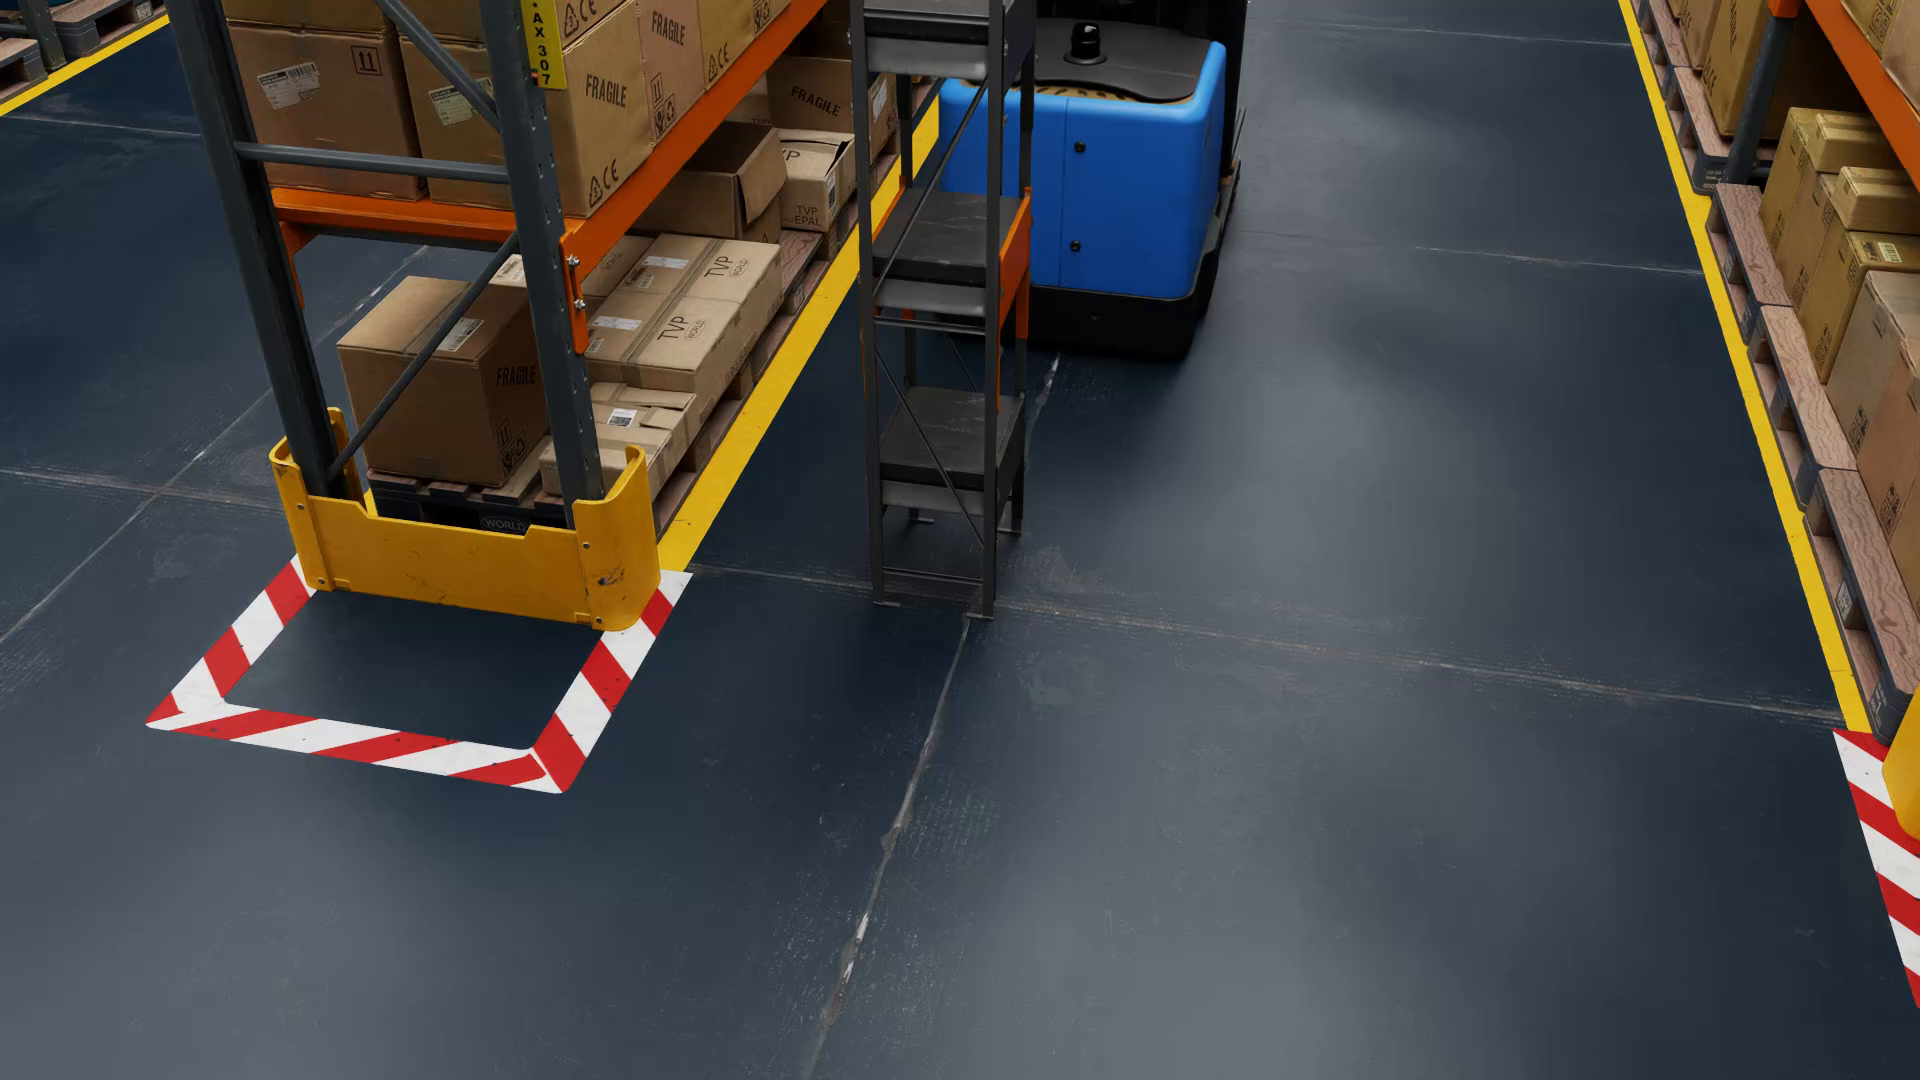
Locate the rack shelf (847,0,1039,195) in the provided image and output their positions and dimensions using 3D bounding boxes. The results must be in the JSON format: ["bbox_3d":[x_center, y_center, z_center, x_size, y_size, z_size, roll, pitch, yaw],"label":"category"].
[{"bbox_3d":[-0.035,-1.311,4.600,0.431,0.518,0.480,7,37,10],"label":"rack shelf"}]

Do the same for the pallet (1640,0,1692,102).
[{"bbox_3d":[4.432,-2.739,9.350,1.003,0.211,1.213,7,37,10],"label":"pallet"}]

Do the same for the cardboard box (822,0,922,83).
[{"bbox_3d":[-0.416,-2.747,8.739,0.500,0.500,0.500,6,36,8],"label":"cardboard box"}]

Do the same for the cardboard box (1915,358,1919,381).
[{"bbox_3d":[3.183,-0.499,5.102,0.380,0.149,0.250,8,37,11],"label":"cardboard box"}]

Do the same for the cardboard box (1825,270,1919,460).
[{"bbox_3d":[3.493,-0.569,5.751,0.700,0.500,0.500,6,36,8],"label":"cardboard box"}]

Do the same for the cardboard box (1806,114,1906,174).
[{"bbox_3d":[3.571,-1.546,6.547,0.380,0.149,0.250,8,37,12],"label":"cardboard box"}]

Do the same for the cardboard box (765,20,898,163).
[{"bbox_3d":[-0.602,-2.138,7.899,0.500,0.500,0.500,7,37,10],"label":"cardboard box"}]

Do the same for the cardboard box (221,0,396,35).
[{"bbox_3d":[-1.786,-1.776,4.707,0.500,0.500,0.500,7,37,10],"label":"cardboard box"}]

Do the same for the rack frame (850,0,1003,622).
[{"bbox_3d":[-0.087,-0.615,4.810,0.400,2.100,0.015,7,37,10],"label":"rack frame"}]

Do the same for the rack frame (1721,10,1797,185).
[{"bbox_3d":[4.082,-2.715,6.940,1.000,3.000,0.127,7,37,10],"label":"rack frame"}]

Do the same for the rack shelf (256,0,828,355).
[{"bbox_3d":[-1.185,-1.896,6.423,1.077,0.370,4.000,7,37,10],"label":"rack shelf"}]

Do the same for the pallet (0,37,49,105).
[{"bbox_3d":[-5.715,-2.401,8.883,1.003,0.211,1.213,7,37,10],"label":"pallet"}]

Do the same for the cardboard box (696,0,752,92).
[{"bbox_3d":[-1.045,-1.886,5.711,0.500,0.500,0.500,7,37,10],"label":"cardboard box"}]

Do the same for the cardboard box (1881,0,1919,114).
[{"bbox_3d":[3.643,-1.691,5.272,0.980,0.700,0.700,6,36,8],"label":"cardboard box"}]

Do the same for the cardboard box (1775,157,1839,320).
[{"bbox_3d":[3.712,-1.170,6.580,0.700,0.500,0.500,7,37,9],"label":"cardboard box"}]

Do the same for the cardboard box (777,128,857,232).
[{"bbox_3d":[-0.763,-1.631,7.361,0.500,0.311,0.500,7,37,10],"label":"cardboard box"}]

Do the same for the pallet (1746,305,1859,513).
[{"bbox_3d":[3.585,-0.458,6.202,1.003,0.211,1.213,7,37,10],"label":"pallet"}]

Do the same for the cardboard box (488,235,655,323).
[{"bbox_3d":[-1.504,-0.989,6.527,0.500,0.250,0.500,7,37,10],"label":"cardboard box"}]

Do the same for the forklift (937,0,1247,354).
[{"bbox_3d":[0.743,-2.797,7.112,1.130,2.935,3.031,8,37,11],"label":"forklift"}]

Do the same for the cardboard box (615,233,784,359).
[{"bbox_3d":[-1.005,-0.955,6.480,0.500,0.250,0.500,7,37,10],"label":"cardboard box"}]

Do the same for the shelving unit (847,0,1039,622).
[{"bbox_3d":[-0.035,-0.755,5.003,0.431,2.100,0.503,7,37,10],"label":"shelving unit"}]

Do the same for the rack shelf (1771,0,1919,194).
[{"bbox_3d":[3.655,-1.277,5.569,1.077,0.370,4.000,7,37,10],"label":"rack shelf"}]

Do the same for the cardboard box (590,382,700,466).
[{"bbox_3d":[-1.134,-0.412,5.802,0.380,0.166,0.250,7,37,10],"label":"cardboard box"}]

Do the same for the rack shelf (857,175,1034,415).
[{"bbox_3d":[-0.035,-0.744,5.011,0.431,0.518,0.480,7,37,10],"label":"rack shelf"}]

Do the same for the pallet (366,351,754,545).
[{"bbox_3d":[-1.427,-0.412,6.139,1.003,0.211,1.213,7,37,10],"label":"pallet"}]

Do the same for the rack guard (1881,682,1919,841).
[{"bbox_3d":[3.223,0.604,4.491,1.175,0.500,0.348,7,37,10],"label":"rack guard"}]

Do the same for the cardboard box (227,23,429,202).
[{"bbox_3d":[-1.782,-1.372,5.002,0.500,0.500,0.500,8,37,11],"label":"cardboard box"}]

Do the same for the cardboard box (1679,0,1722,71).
[{"bbox_3d":[4.281,-2.914,8.688,0.750,0.750,0.750,8,37,11],"label":"cardboard box"}]

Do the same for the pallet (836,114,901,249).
[{"bbox_3d":[-0.905,-1.811,8.069,1.003,0.211,1.213,7,37,10],"label":"pallet"}]

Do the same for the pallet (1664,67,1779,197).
[{"bbox_3d":[4.174,-2.038,8.382,1.003,0.211,1.213,7,37,10],"label":"pallet"}]

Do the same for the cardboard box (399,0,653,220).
[{"bbox_3d":[-1.260,-1.302,4.906,0.500,0.500,0.500,8,37,11],"label":"cardboard box"}]

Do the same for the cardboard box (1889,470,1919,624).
[{"bbox_3d":[3.280,0.006,4.957,0.700,0.500,0.500,7,37,10],"label":"cardboard box"}]
